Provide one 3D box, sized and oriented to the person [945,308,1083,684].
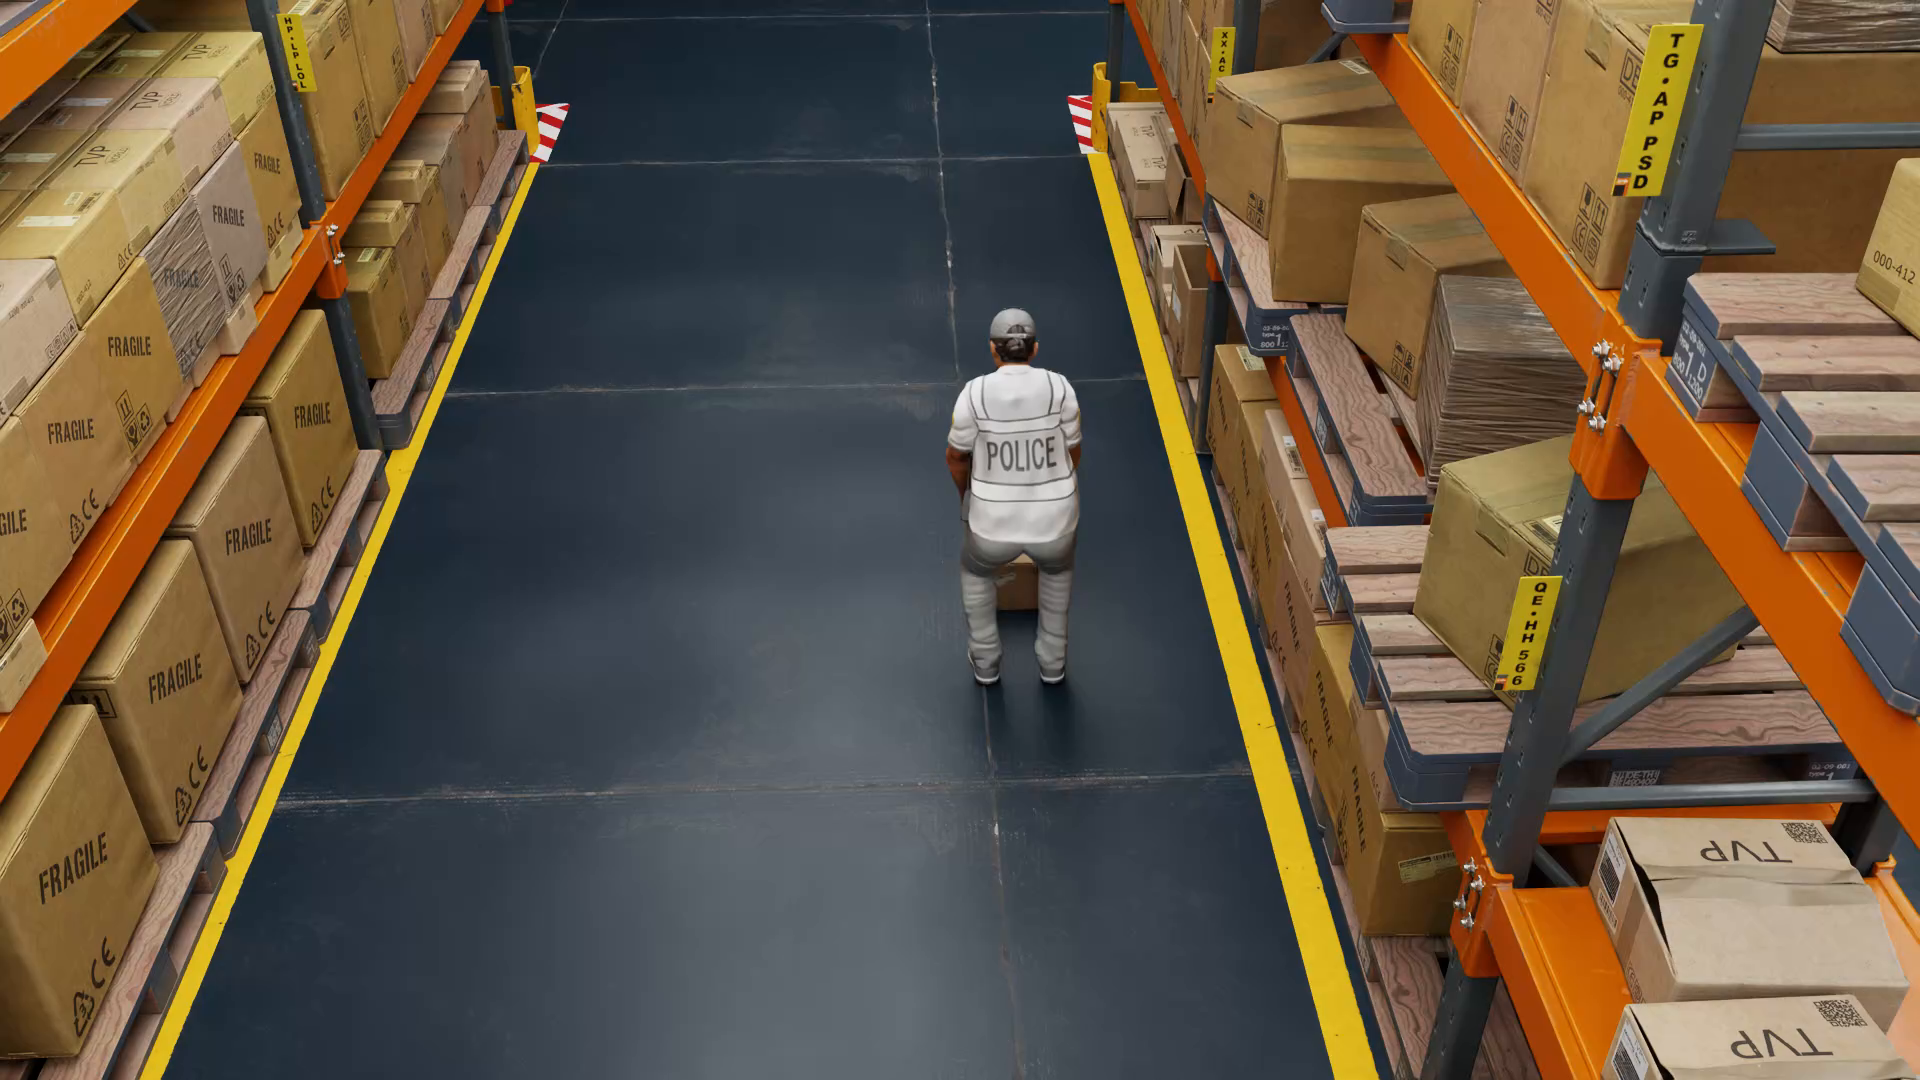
[{"bbox_3d":[0.204,-0.124,6.437,0.519,1.541,0.591,0,35,0],"label":"person"}]
